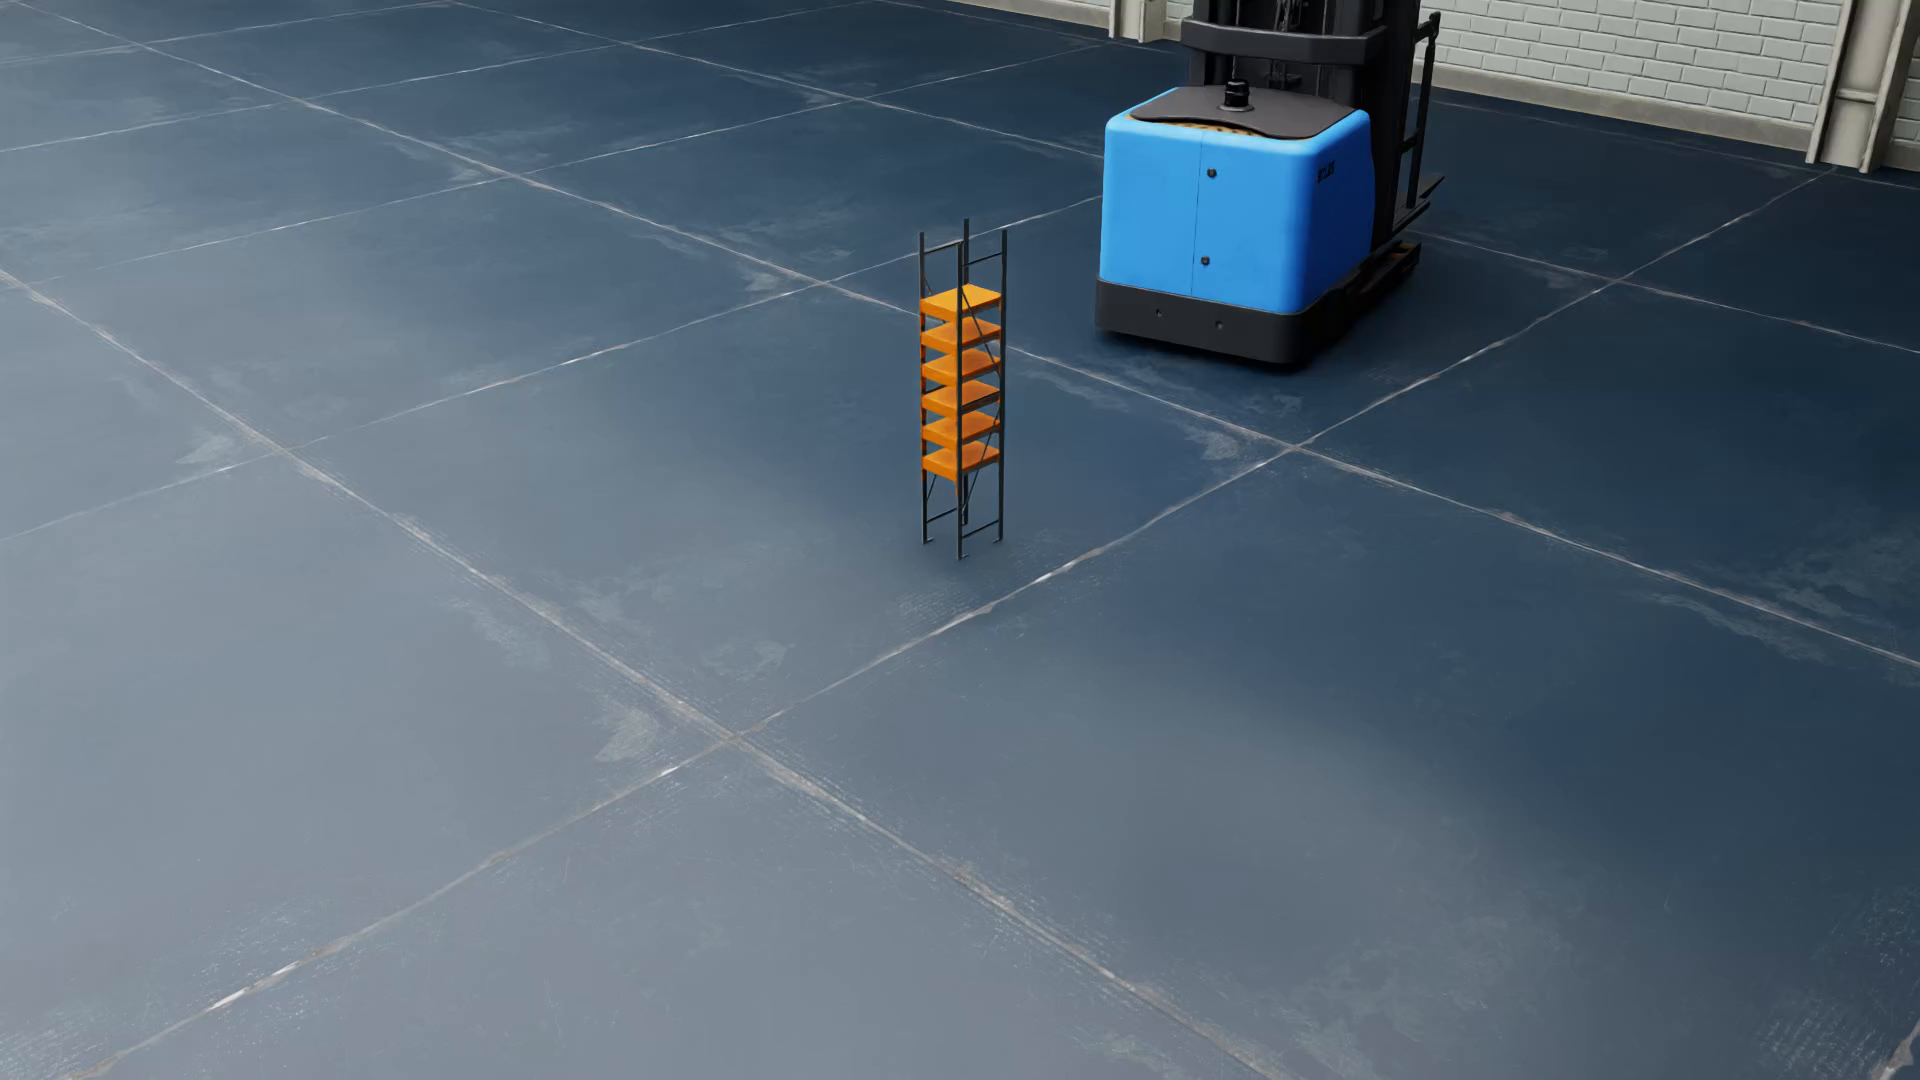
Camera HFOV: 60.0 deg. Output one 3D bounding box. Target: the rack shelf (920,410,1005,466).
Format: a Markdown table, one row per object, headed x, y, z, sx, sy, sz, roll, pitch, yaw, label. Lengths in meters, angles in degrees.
| x | y | z | sx | sy | sz | roll | pitch | yaw | label |
| --- | --- | --- | --- | --- | --- | --- | --- | --- | --- |
| 0.010 | -0.381 | 6.038 | 0.180 | 0.103 | 0.258 | 25 | 36 | 38 | rack shelf |

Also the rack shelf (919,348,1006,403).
| x | y | z | sx | sy | sz | roll | pitch | yaw | label |
| --- | --- | --- | --- | --- | --- | --- | --- | --- | --- |
| 0.010 | -0.593 | 5.927 | 0.180 | 0.103 | 0.258 | 25 | 36 | 38 | rack shelf |

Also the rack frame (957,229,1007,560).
| x | y | z | sx | sy | sz | roll | pitch | yaw | label |
| --- | --- | --- | --- | --- | --- | --- | --- | --- | --- |
| 0.076 | -0.496 | 5.905 | 0.006 | 1.200 | 0.240 | 25 | 36 | 38 | rack frame |

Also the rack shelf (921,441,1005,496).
| x | y | z | sx | sy | sz | roll | pitch | yaw | label |
| --- | --- | --- | --- | --- | --- | --- | --- | --- | --- |
| 0.010 | -0.275 | 6.094 | 0.180 | 0.103 | 0.258 | 25 | 36 | 38 | rack shelf |

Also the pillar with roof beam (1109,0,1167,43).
| x | y | z | sx | sy | sz | roll | pitch | yaw | label |
| --- | --- | --- | --- | --- | --- | --- | --- | --- | --- |
| -1.456 | -7.000 | 9.893 | 0.400 | 9.000 | 9.100 | 25 | 36 | 38 | pillar with roof beam |

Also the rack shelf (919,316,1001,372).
| x | y | z | sx | sy | sz | roll | pitch | yaw | label |
| --- | --- | --- | --- | --- | --- | --- | --- | --- | --- |
| 0.010 | -0.699 | 5.871 | 0.180 | 0.103 | 0.258 | 25 | 36 | 38 | rack shelf |

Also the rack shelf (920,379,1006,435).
| x | y | z | sx | sy | sz | roll | pitch | yaw | label |
| --- | --- | --- | --- | --- | --- | --- | --- | --- | --- |
| 0.010 | -0.487 | 5.982 | 0.180 | 0.103 | 0.258 | 25 | 36 | 38 | rack shelf |

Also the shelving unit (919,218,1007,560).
| x | y | z | sx | sy | sz | roll | pitch | yaw | label |
| --- | --- | --- | --- | --- | --- | --- | --- | --- | --- |
| 0.010 | -0.526 | 5.962 | 0.189 | 1.200 | 0.258 | 25 | 36 | 38 | shelving unit |

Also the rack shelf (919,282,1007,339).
| x | y | z | sx | sy | sz | roll | pitch | yaw | label |
| --- | --- | --- | --- | --- | --- | --- | --- | --- | --- |
| 0.010 | -0.806 | 5.815 | 0.180 | 0.103 | 0.258 | 25 | 36 | 38 | rack shelf |

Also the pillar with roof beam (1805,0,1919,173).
| x | y | z | sx | sy | sz | roll | pitch | yaw | label |
| --- | --- | --- | --- | --- | --- | --- | --- | --- | --- |
| 2.822 | -5.042 | 6.170 | 0.400 | 9.000 | 9.100 | 25 | 36 | 38 | pillar with roof beam |

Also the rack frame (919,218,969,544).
| x | y | z | sx | sy | sz | roll | pitch | yaw | label |
| --- | --- | --- | --- | --- | --- | --- | --- | --- | --- |
| -0.055 | -0.556 | 6.019 | 0.006 | 1.200 | 0.240 | 25 | 36 | 38 | rack frame |

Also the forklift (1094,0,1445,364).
| x | y | z | sx | sy | sz | roll | pitch | yaw | label |
| --- | --- | --- | --- | --- | --- | --- | --- | --- | --- |
| 1.834 | -2.755 | 8.341 | 1.130 | 2.935 | 3.031 | 15 | 31 | 27 | forklift |
